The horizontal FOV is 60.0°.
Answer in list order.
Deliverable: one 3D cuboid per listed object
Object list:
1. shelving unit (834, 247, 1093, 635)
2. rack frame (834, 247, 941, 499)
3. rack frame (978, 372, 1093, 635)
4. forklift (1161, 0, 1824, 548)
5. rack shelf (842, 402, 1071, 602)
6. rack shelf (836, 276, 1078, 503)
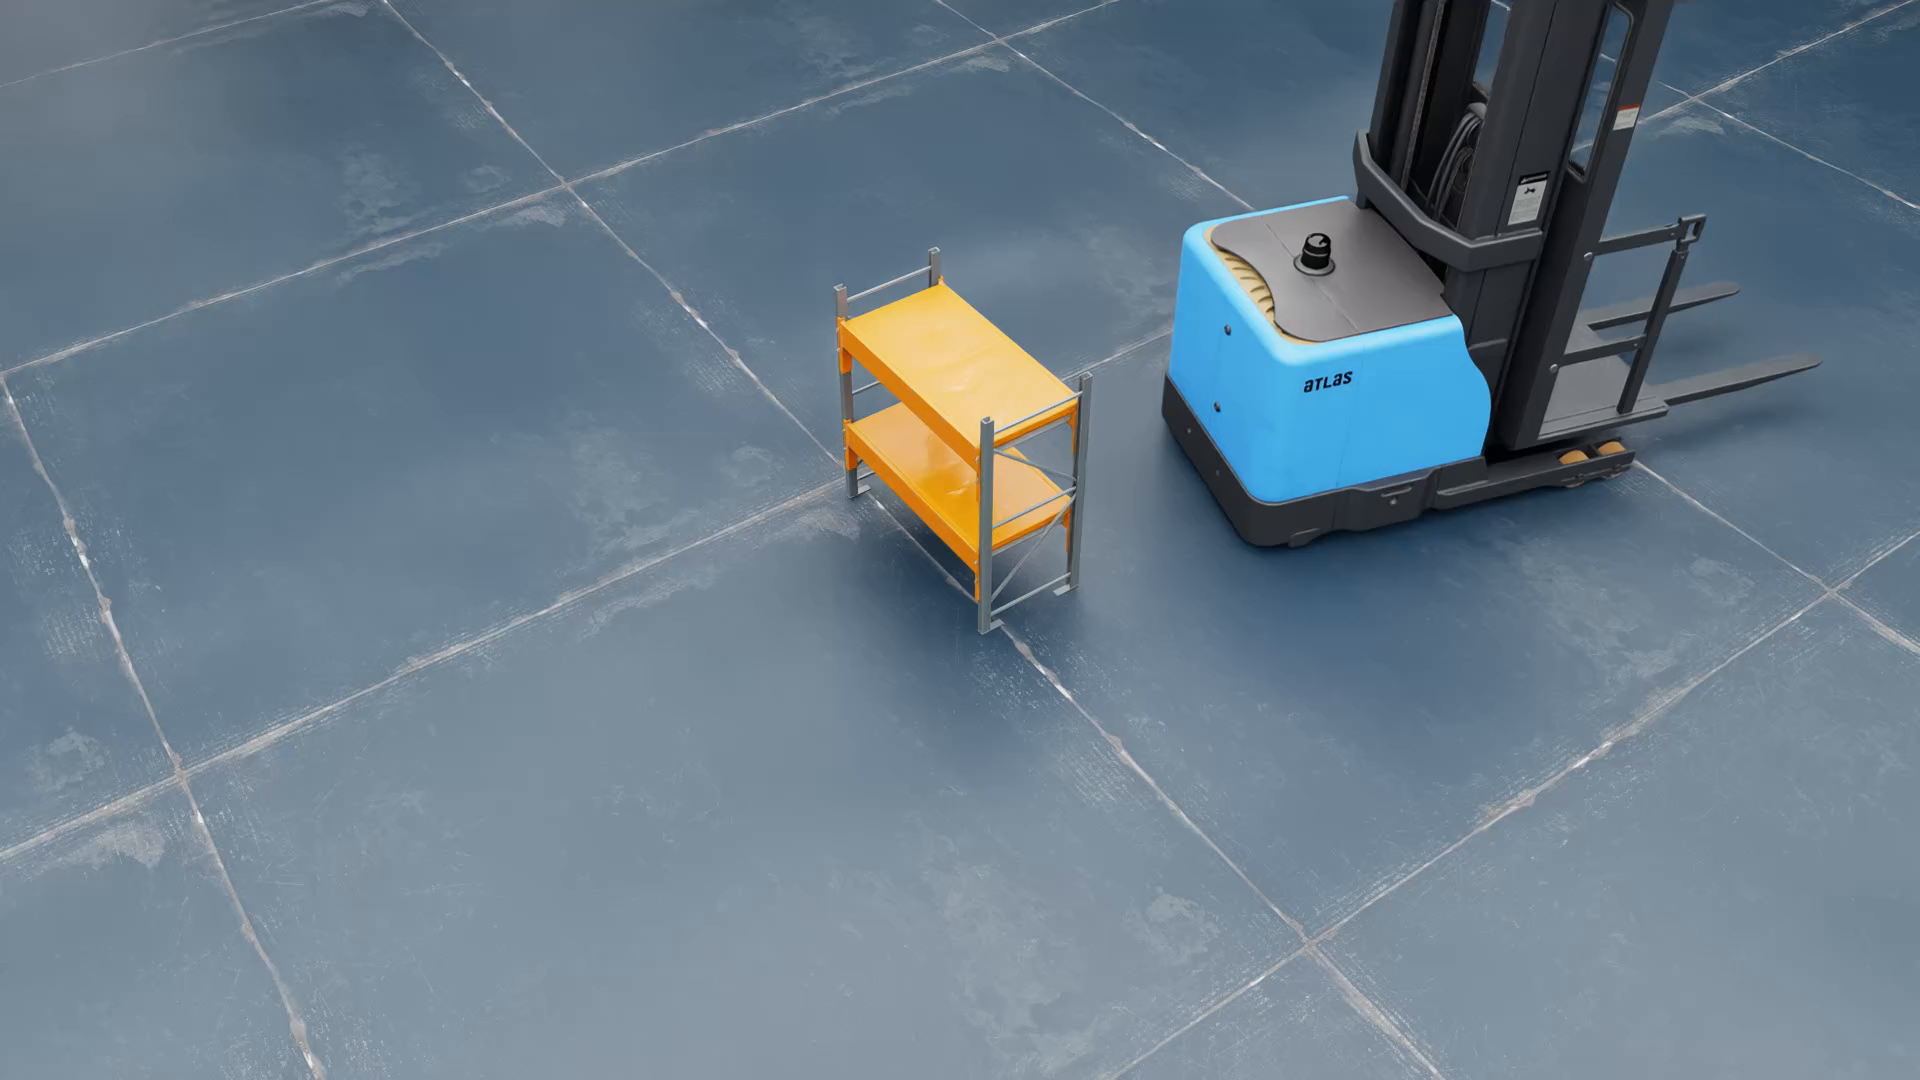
[{"bbox_3d":[-0.004,-0.411,6.857,0.538,1.125,1.048,-26,49,-24],"label":"shelving unit"},{"bbox_3d":[-0.295,-0.699,7.158,0.500,1.125,0.032,-26,49,-24],"label":"rack frame"},{"bbox_3d":[0.287,-0.123,6.555,0.500,1.125,0.032,-26,49,-24],"label":"rack frame"},{"bbox_3d":[2.514,-1.632,6.828,3.031,2.935,1.130,-13,45,-13],"label":"forklift"},{"bbox_3d":[-0.004,-0.234,7.025,0.538,0.278,1.000,-26,49,-24],"label":"rack shelf"},{"bbox_3d":[-0.004,-0.622,6.654,0.538,0.278,1.000,-26,49,-24],"label":"rack shelf"}]
